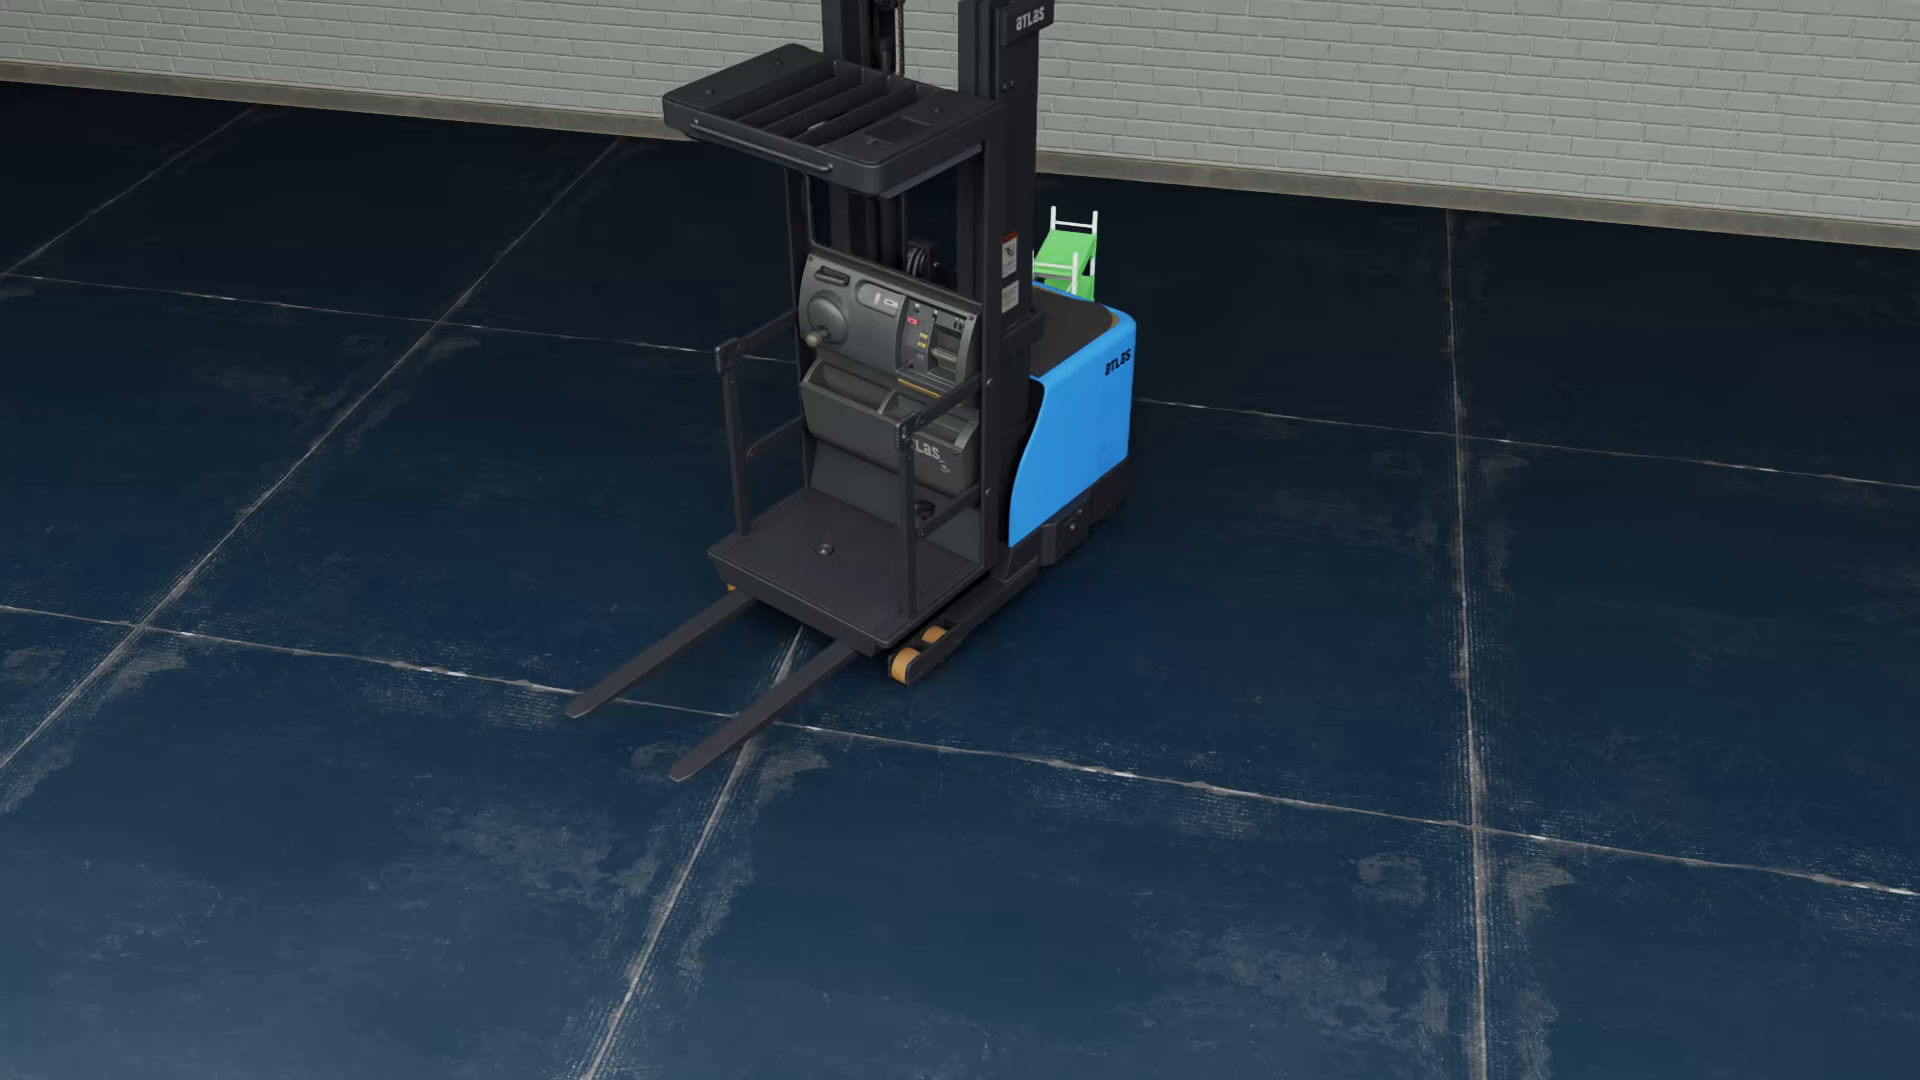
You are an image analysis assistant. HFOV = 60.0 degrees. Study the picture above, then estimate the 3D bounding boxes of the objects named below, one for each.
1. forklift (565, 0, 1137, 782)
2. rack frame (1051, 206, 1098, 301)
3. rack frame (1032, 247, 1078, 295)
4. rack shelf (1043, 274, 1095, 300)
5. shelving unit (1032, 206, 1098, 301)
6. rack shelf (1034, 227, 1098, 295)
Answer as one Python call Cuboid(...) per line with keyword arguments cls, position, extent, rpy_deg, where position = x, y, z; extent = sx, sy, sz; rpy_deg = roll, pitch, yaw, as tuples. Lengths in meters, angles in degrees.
Cuboid(cls="forklift", position=(-0.445, -0.874, 6.958), extent=(1.130, 2.935, 3.031), rpy_deg=(25, 43, 30))
Cuboid(cls="rack frame", position=(0.589, -1.215, 8.904), extent=(0.240, 1.200, 0.015), rpy_deg=(9, 37, 12))
Cuboid(cls="rack frame", position=(0.462, -0.939, 8.523), extent=(0.240, 1.200, 0.015), rpy_deg=(9, 37, 12))
Cuboid(cls="rack shelf", position=(0.525, -1.219, 8.610), extent=(0.258, 0.148, 0.480), rpy_deg=(9, 37, 12))
Cuboid(cls="shelving unit", position=(0.525, -1.077, 8.713), extent=(0.258, 1.200, 0.503), rpy_deg=(9, 37, 12))
Cuboid(cls="rack shelf", position=(0.525, -1.414, 8.469), extent=(0.258, 0.148, 0.480), rpy_deg=(9, 37, 12))
